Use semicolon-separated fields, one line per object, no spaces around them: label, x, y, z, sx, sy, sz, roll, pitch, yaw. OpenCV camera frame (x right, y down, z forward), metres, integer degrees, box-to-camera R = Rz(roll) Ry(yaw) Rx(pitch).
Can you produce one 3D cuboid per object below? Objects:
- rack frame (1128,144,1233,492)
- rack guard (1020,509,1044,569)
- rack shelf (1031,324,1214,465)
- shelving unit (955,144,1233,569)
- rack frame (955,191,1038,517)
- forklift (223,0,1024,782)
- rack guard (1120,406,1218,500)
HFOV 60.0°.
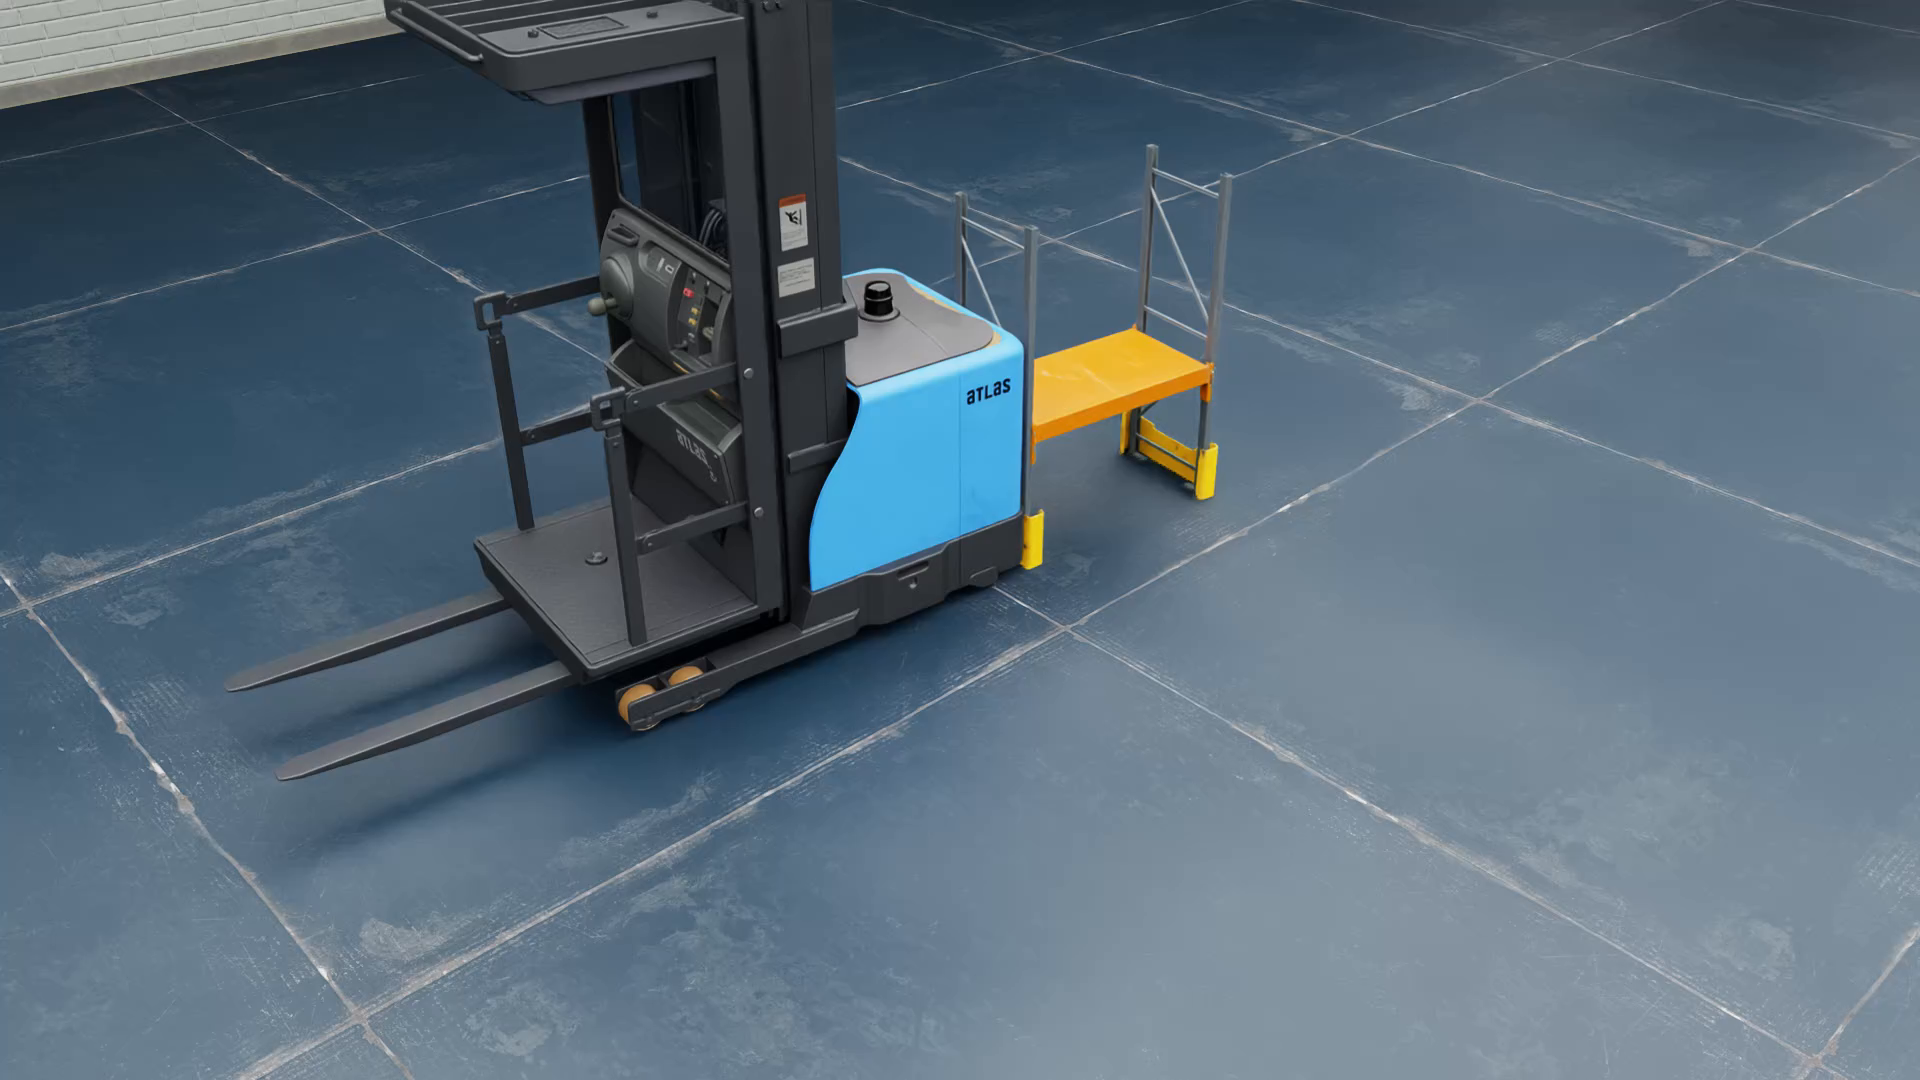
rack frame;0.961;-0.956;7.376;0.032;1.500;0.500;-21;37;-30
rack guard;0.153;-0.118;7.203;0.087;0.250;0.587;-21;37;-30
rack shelf;0.549;-0.647;7.216;1.000;0.185;0.538;-21;37;-30
shelving unit;0.556;-0.803;7.126;1.083;1.500;0.587;-21;37;-30
rack frame;0.137;-0.645;6.868;0.032;1.500;0.500;-21;37;-30
forklift;-1.228;-0.865;5.855;3.031;2.935;1.130;-21;37;-30
rack guard;0.960;-0.423;7.701;0.087;0.250;0.587;-21;37;-30
